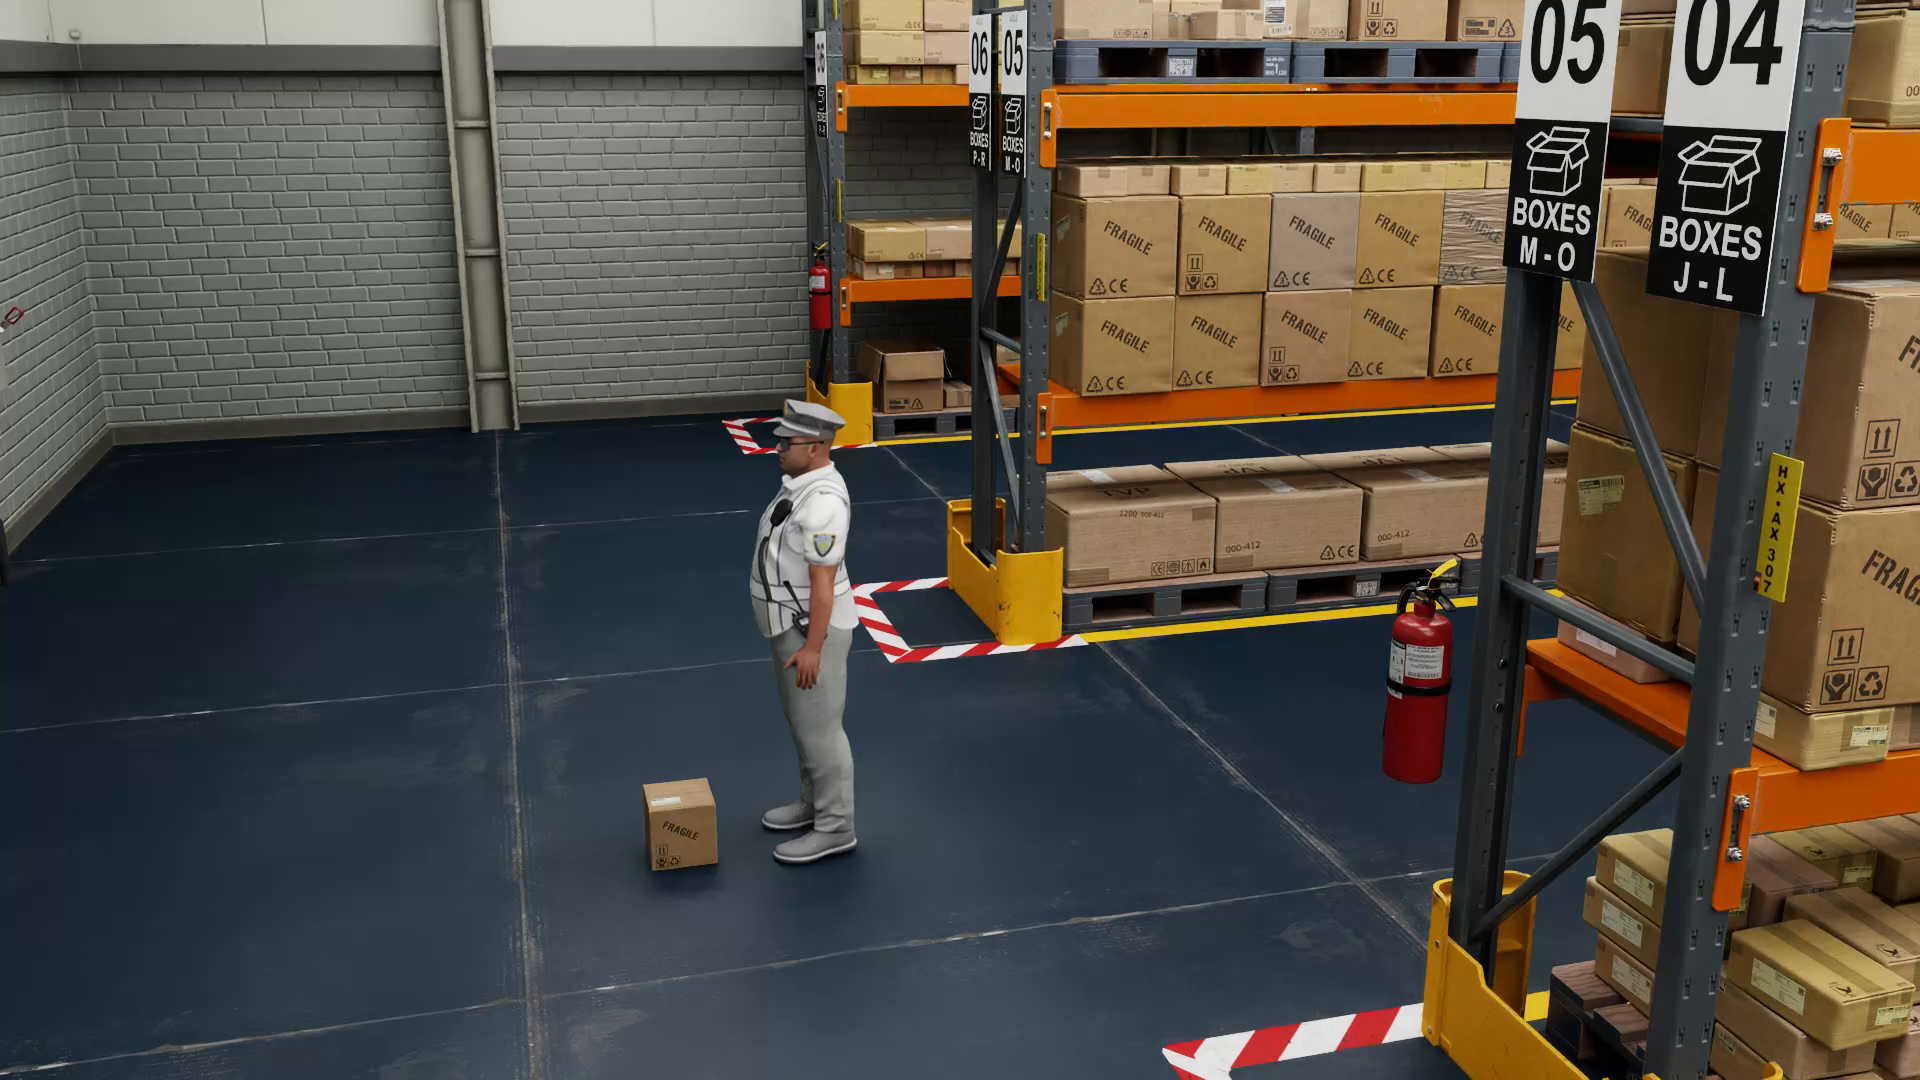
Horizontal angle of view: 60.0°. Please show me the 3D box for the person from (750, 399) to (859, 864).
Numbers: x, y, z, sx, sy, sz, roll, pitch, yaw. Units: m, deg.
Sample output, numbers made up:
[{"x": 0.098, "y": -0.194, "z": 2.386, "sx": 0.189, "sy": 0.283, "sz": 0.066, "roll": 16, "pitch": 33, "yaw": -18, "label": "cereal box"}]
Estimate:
[{"x": -0.591, "y": 0.333, "z": 6.316, "sx": 0.395, "sy": 1.772, "sz": 0.525, "roll": -4, "pitch": 16, "yaw": -14, "label": "person"}]
